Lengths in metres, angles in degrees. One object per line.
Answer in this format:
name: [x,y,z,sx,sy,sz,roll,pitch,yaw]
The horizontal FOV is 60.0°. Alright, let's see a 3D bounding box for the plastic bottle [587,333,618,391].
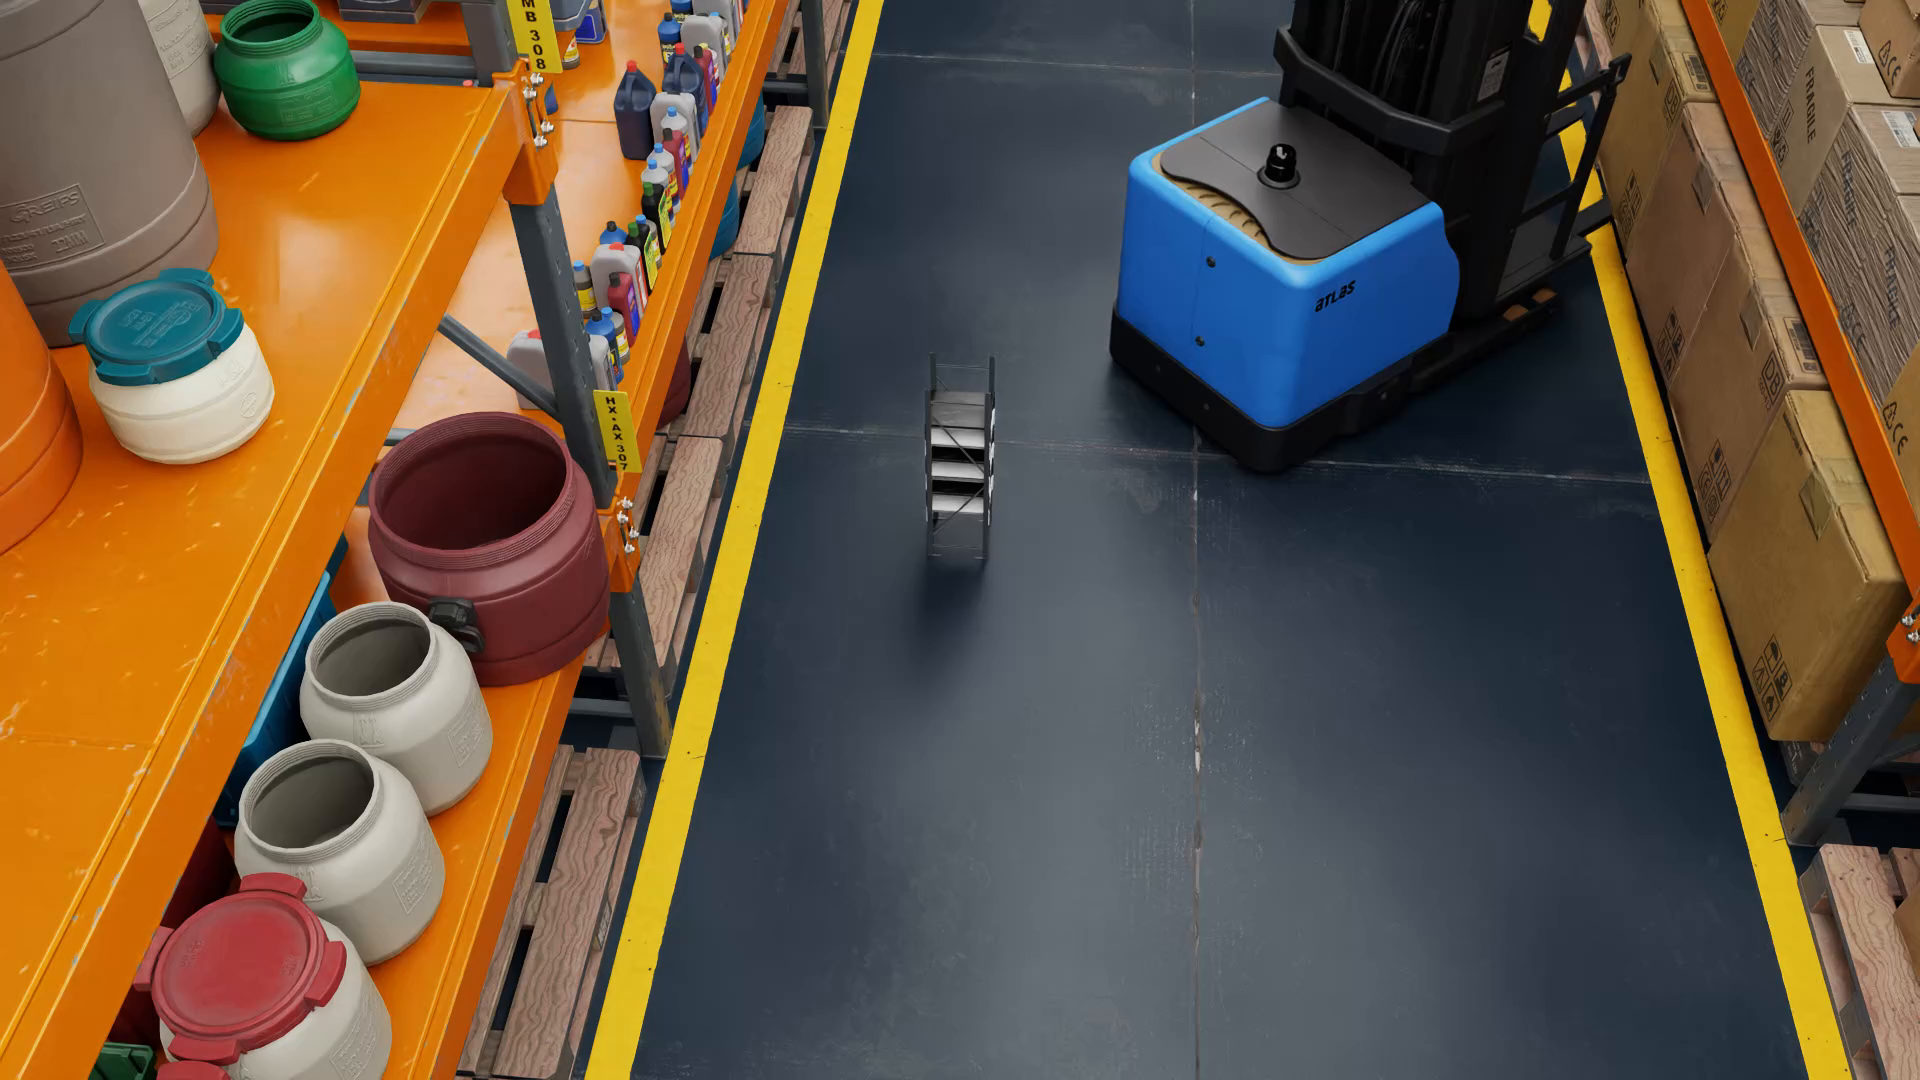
plastic bottle: [-1.194,-0.548,5.302,0.152,0.276,0.135,4,48,4]

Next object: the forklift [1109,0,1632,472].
forklift: [2.145,-2.178,6.755,3.031,2.935,1.130,-29,54,-24]

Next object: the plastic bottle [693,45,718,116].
plastic bottle: [-0.993,-1.801,6.443,0.061,0.283,0.133,4,48,4]

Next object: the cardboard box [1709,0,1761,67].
cardboard box: [3.406,-2.243,6.701,0.500,0.500,0.500,4,48,4]

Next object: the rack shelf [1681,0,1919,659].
rack shelf: [3.560,-1.187,6.291,1.077,0.370,4.000,4,48,4]

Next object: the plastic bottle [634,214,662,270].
plastic bottle: [-1.102,-1.044,5.807,0.097,0.201,0.097,0,48,0]

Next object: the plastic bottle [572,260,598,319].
plastic bottle: [-1.277,-0.857,5.636,0.097,0.201,0.097,0,48,0]

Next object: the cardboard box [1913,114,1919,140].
cardboard box: [3.522,-1.347,5.202,0.797,0.503,0.637,5,48,4]

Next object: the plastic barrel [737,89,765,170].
plastic barrel: [-1.257,-2.268,7.929,0.600,0.901,0.708,4,48,4]

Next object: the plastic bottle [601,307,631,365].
plastic bottle: [-1.147,-0.677,5.471,0.097,0.201,0.097,0,48,0]

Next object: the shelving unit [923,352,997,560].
shelving unit: [0.001,-0.310,6.423,0.258,0.900,0.210,4,48,4]

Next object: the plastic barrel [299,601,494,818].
plastic barrel: [-1.436,0.439,4.240,0.421,0.512,0.421,0,48,0]

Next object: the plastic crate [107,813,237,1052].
plastic crate: [-2.007,0.852,3.895,0.402,0.464,0.583,4,48,4]

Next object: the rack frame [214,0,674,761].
rack frame: [-1.555,-0.293,4.986,1.000,3.000,0.127,4,48,4]

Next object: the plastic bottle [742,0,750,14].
plastic bottle: [-0.965,-2.383,6.930,0.144,0.351,0.185,4,48,4]

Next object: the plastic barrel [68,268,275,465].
plastic barrel: [-1.438,-0.309,3.061,0.301,0.262,0.301,0,48,0]

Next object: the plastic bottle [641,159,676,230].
plastic bottle: [-1.081,-1.237,5.936,0.097,0.271,0.097,0,48,0]

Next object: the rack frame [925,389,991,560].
rack frame: [-0.009,-0.235,6.355,0.240,0.900,0.006,4,48,4]

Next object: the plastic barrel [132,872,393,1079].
plastic barrel: [-1.508,1.055,3.660,0.433,0.535,0.433,0,48,0]

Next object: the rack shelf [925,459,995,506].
rack shelf: [0.001,-0.226,6.514,0.258,0.077,0.200,4,48,4]

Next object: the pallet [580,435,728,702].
pallet: [-1.525,0.066,6.547,1.003,0.211,1.213,4,48,4]

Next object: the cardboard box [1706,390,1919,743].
cardboard box: [3.461,0.109,5.773,1.225,0.875,0.875,2,48,2]

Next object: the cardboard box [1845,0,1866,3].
cardboard box: [3.618,-2.298,6.072,0.797,0.503,0.637,4,48,4]

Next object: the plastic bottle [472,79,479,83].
plastic bottle: [-1.810,-1.654,6.309,0.061,0.283,0.133,4,48,4]

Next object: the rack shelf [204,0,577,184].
rack shelf: [-1.373,-2.533,5.488,1.077,0.370,4.000,4,48,4]

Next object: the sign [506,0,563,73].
sign: [-1.007,-1.239,3.888,0.100,0.325,0.005,4,48,4]

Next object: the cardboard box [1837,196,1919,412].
cardboard box: [3.227,-0.739,5.326,0.500,0.500,0.500,3,48,3]

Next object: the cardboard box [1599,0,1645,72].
cardboard box: [3.882,-2.804,8.437,0.875,0.875,0.875,4,48,4]

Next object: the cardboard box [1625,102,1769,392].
cardboard box: [3.623,-1.196,6.966,1.225,0.875,0.875,2,48,2]

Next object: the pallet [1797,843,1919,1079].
pallet: [3.305,1.555,5.185,1.003,0.211,1.213,4,48,4]

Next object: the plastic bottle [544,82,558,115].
plastic bottle: [-1.630,-1.788,6.440,0.097,0.271,0.097,0,48,0]

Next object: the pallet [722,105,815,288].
pallet: [-1.302,-1.727,8.187,1.003,0.211,1.213,4,48,4]

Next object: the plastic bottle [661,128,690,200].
plastic bottle: [-1.043,-1.396,6.073,0.061,0.283,0.133,4,48,4]

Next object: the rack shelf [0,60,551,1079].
rack shelf: [-1.737,0.407,2.800,1.077,0.370,4.000,4,48,4]

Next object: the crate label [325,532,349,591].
crate label: [-1.967,0.047,4.787,0.303,0.233,0.416,4,48,4]

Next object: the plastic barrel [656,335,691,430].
plastic barrel: [-1.424,-0.812,6.809,0.600,0.588,0.708,4,48,4]

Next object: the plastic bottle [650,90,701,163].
plastic bottle: [-1.067,-1.567,6.234,0.152,0.276,0.135,4,48,4]

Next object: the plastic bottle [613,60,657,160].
plastic bottle: [-1.213,-1.621,6.233,0.144,0.351,0.185,4,48,4]

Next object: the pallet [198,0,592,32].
pallet: [-1.388,-1.798,4.456,1.003,0.211,1.213,4,48,4]

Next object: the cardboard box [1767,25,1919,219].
cardboard box: [3.318,-1.495,6.017,0.500,0.500,0.500,5,48,4]

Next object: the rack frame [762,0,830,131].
rack frame: [-1.190,-3.233,7.674,1.000,3.000,0.127,4,48,4]

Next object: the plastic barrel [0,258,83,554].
plastic barrel: [-1.906,-0.381,2.742,0.600,0.830,0.708,4,48,4]

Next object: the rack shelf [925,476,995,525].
rack shelf: [0.001,-0.166,6.581,0.258,0.077,0.200,4,48,4]

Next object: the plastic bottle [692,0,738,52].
plastic bottle: [-0.996,-2.142,6.760,0.152,0.276,0.135,4,48,4]

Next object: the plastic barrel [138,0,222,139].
plastic barrel: [-1.888,-1.136,3.648,0.421,0.512,0.421,0,48,0]

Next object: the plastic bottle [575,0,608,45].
plastic bottle: [-1.545,-2.186,6.800,0.152,0.276,0.135,4,48,4]

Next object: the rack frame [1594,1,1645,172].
rack frame: [3.742,-2.900,7.369,1.000,3.000,0.127,4,48,4]

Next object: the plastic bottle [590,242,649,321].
plastic bottle: [-1.152,-0.888,5.613,0.152,0.276,0.135,4,48,4]

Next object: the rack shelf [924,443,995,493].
rack shelf: [0.001,-0.287,6.448,0.258,0.077,0.200,4,48,4]

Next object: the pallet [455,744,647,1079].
pallet: [-1.664,1.214,5.496,1.003,0.211,1.213,4,48,4]

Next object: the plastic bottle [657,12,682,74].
plastic bottle: [-1.143,-1.964,6.601,0.097,0.271,0.097,0,48,0]

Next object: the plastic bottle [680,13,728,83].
plastic bottle: [-1.017,-1.971,6.604,0.152,0.276,0.135,4,48,4]
